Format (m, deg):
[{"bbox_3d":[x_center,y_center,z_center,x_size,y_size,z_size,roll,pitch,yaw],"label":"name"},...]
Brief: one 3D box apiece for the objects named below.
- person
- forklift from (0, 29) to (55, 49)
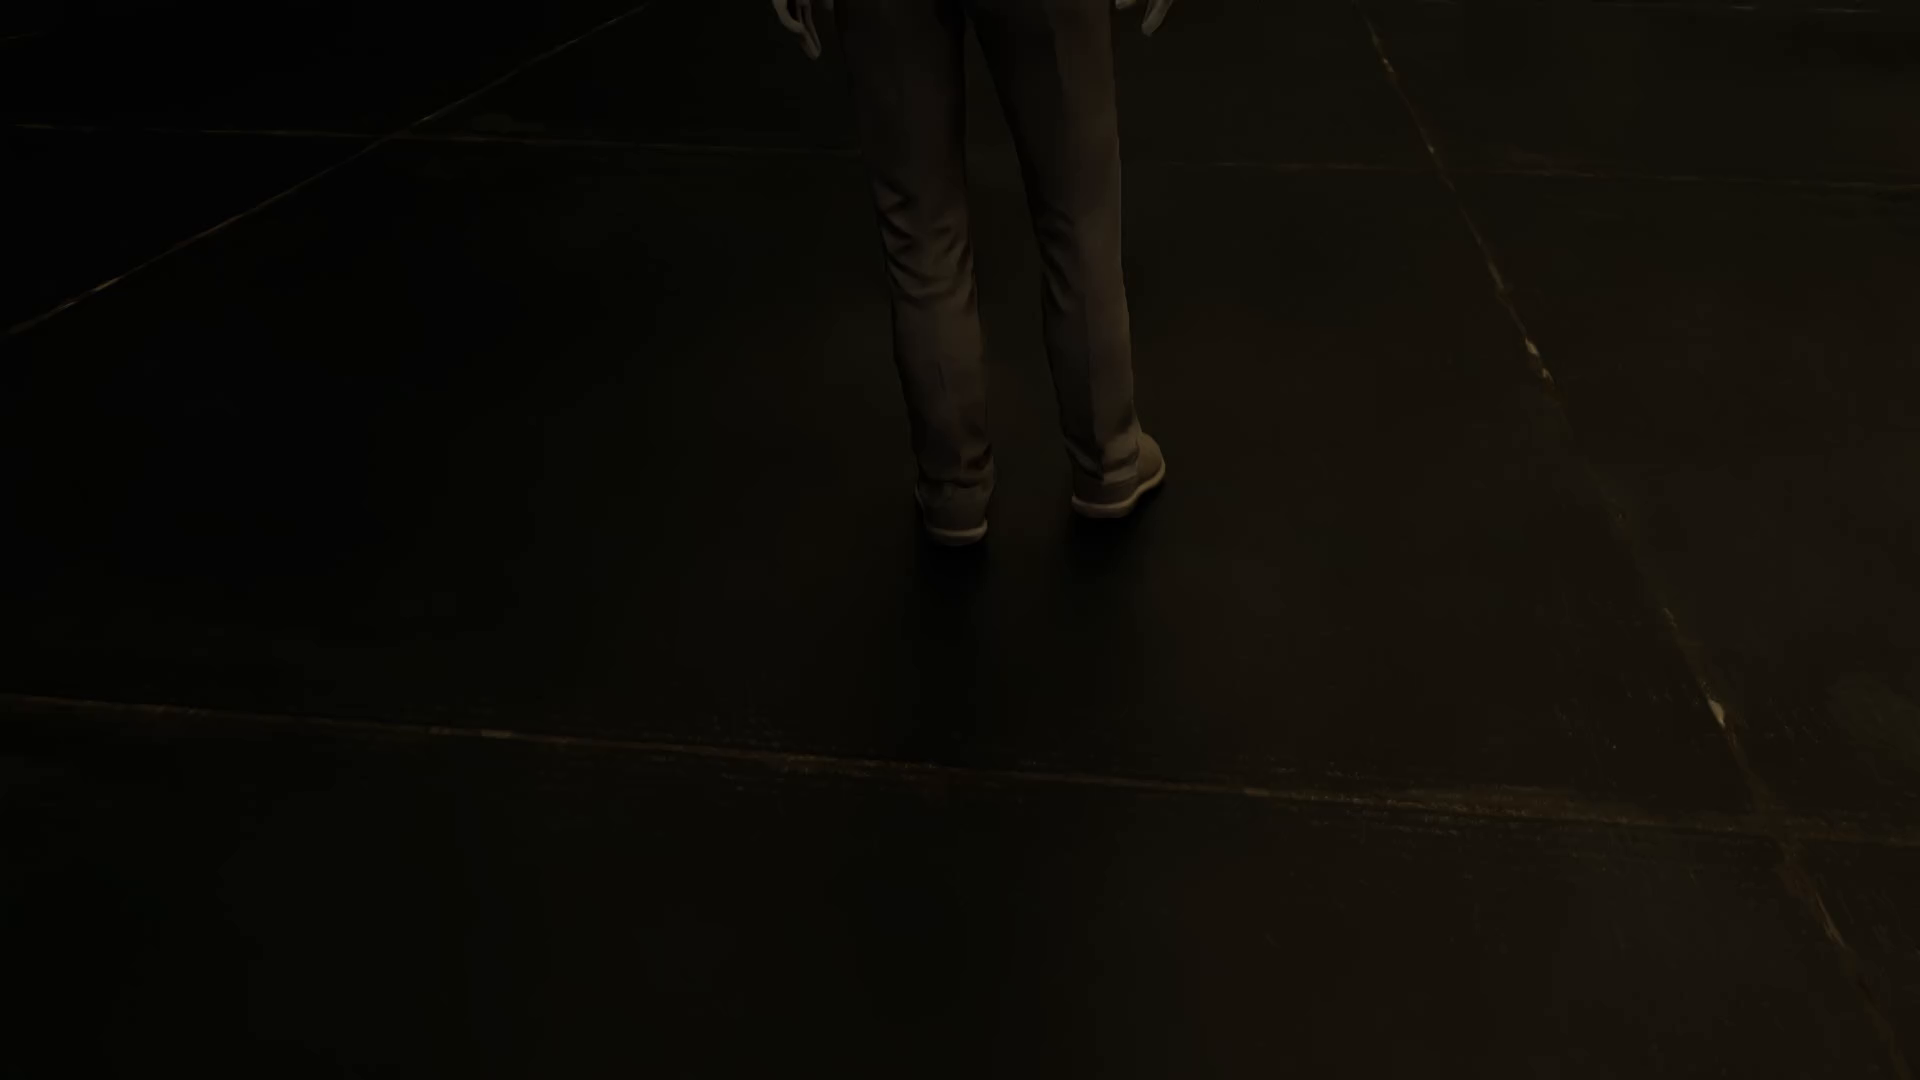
[{"bbox_3d":[0.016,-0.795,2.178,0.586,1.695,0.533,3,27,7],"label":"person"},{"bbox_3d":[-3.812,-2.167,3.561,1.130,2.935,3.031,13,29,24],"label":"forklift"}]
